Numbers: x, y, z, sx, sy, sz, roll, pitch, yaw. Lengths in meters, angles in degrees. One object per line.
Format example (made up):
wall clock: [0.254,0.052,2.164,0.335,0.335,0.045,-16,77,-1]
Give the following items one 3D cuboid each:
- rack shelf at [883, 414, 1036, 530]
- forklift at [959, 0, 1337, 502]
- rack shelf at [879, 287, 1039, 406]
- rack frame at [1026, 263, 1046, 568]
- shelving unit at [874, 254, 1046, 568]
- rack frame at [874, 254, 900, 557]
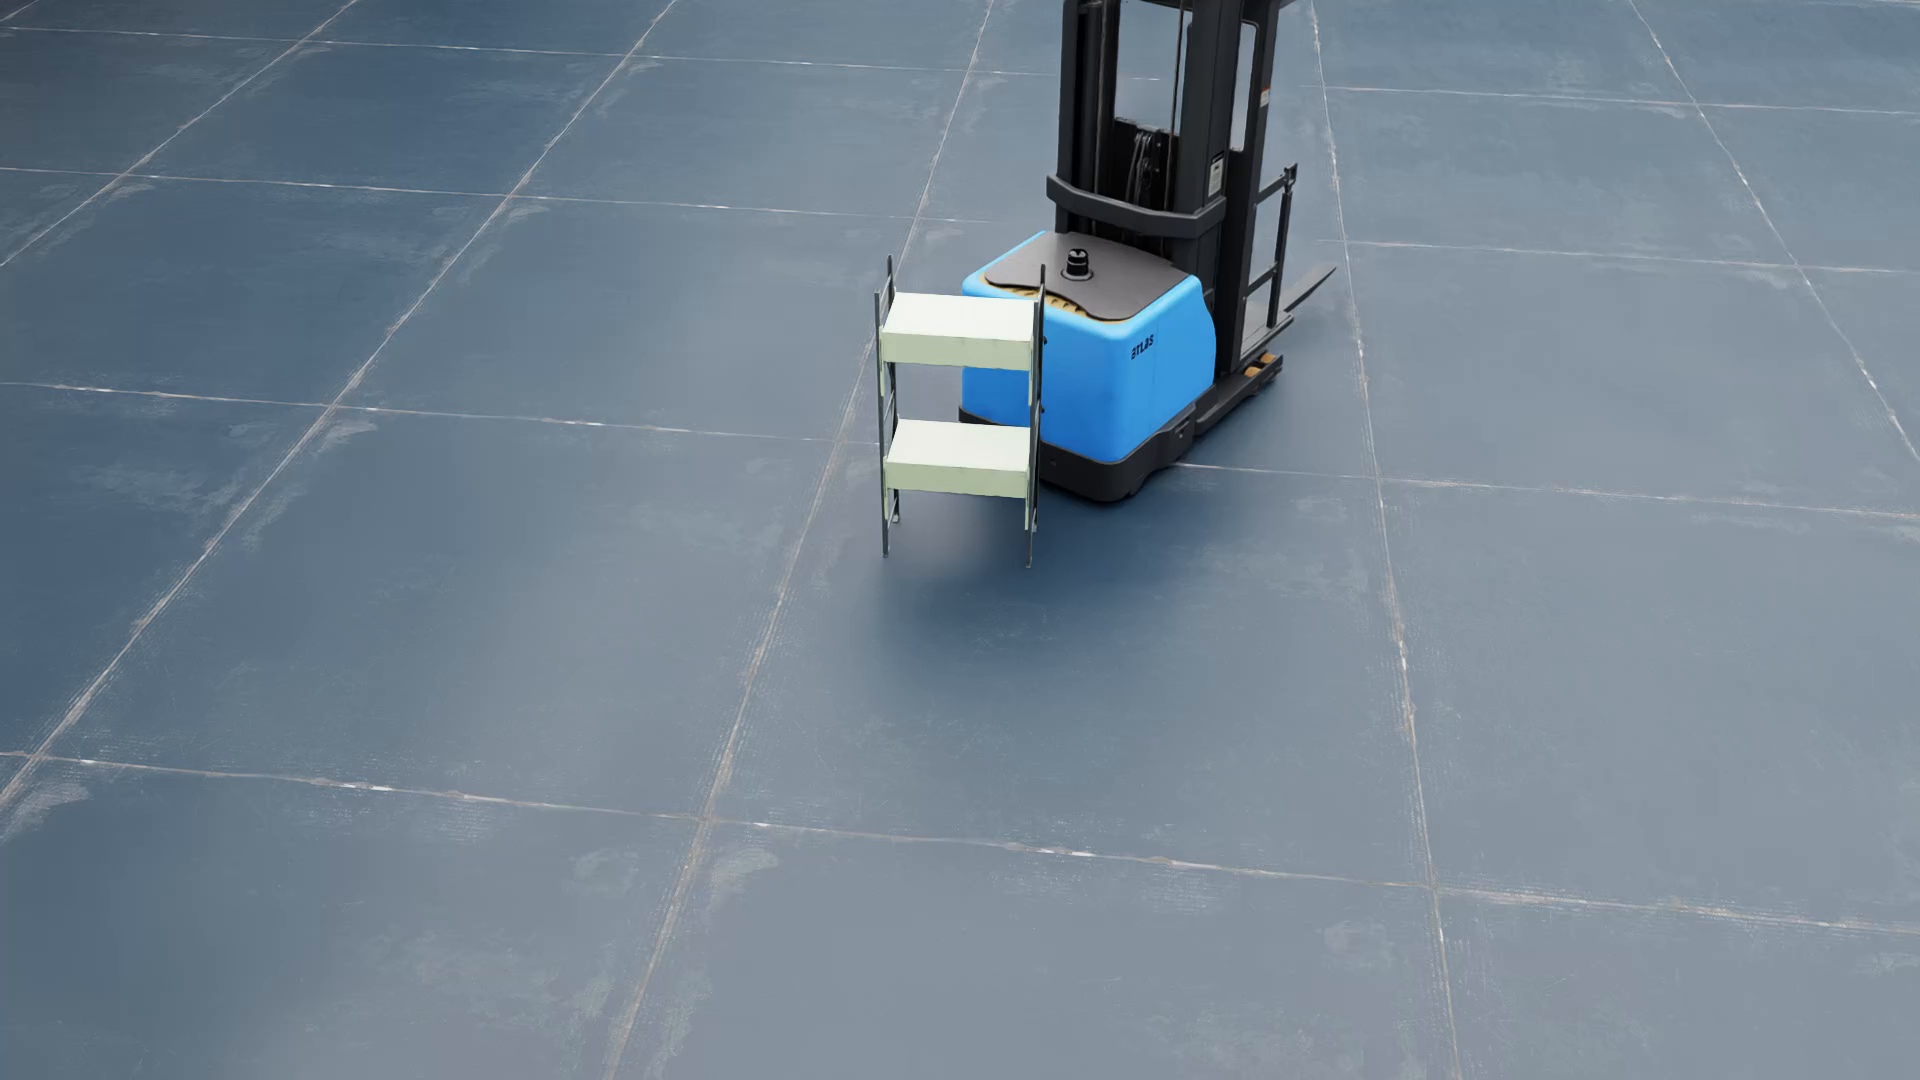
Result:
rack shelf: [0.007,-0.345,8.360,0.720,0.370,0.431,4,36,6]
forklift: [1.270,-2.199,9.165,1.130,2.935,3.031,23,42,29]
rack shelf: [0.007,-0.928,7.944,0.720,0.370,0.431,4,36,6]
rack frame: [0.370,-0.583,8.133,0.023,1.500,0.400,4,36,6]
shelving unit: [0.007,-0.610,8.171,0.755,1.500,0.431,4,36,6]
rack frame: [-0.356,-0.637,8.209,0.023,1.500,0.400,4,36,6]
